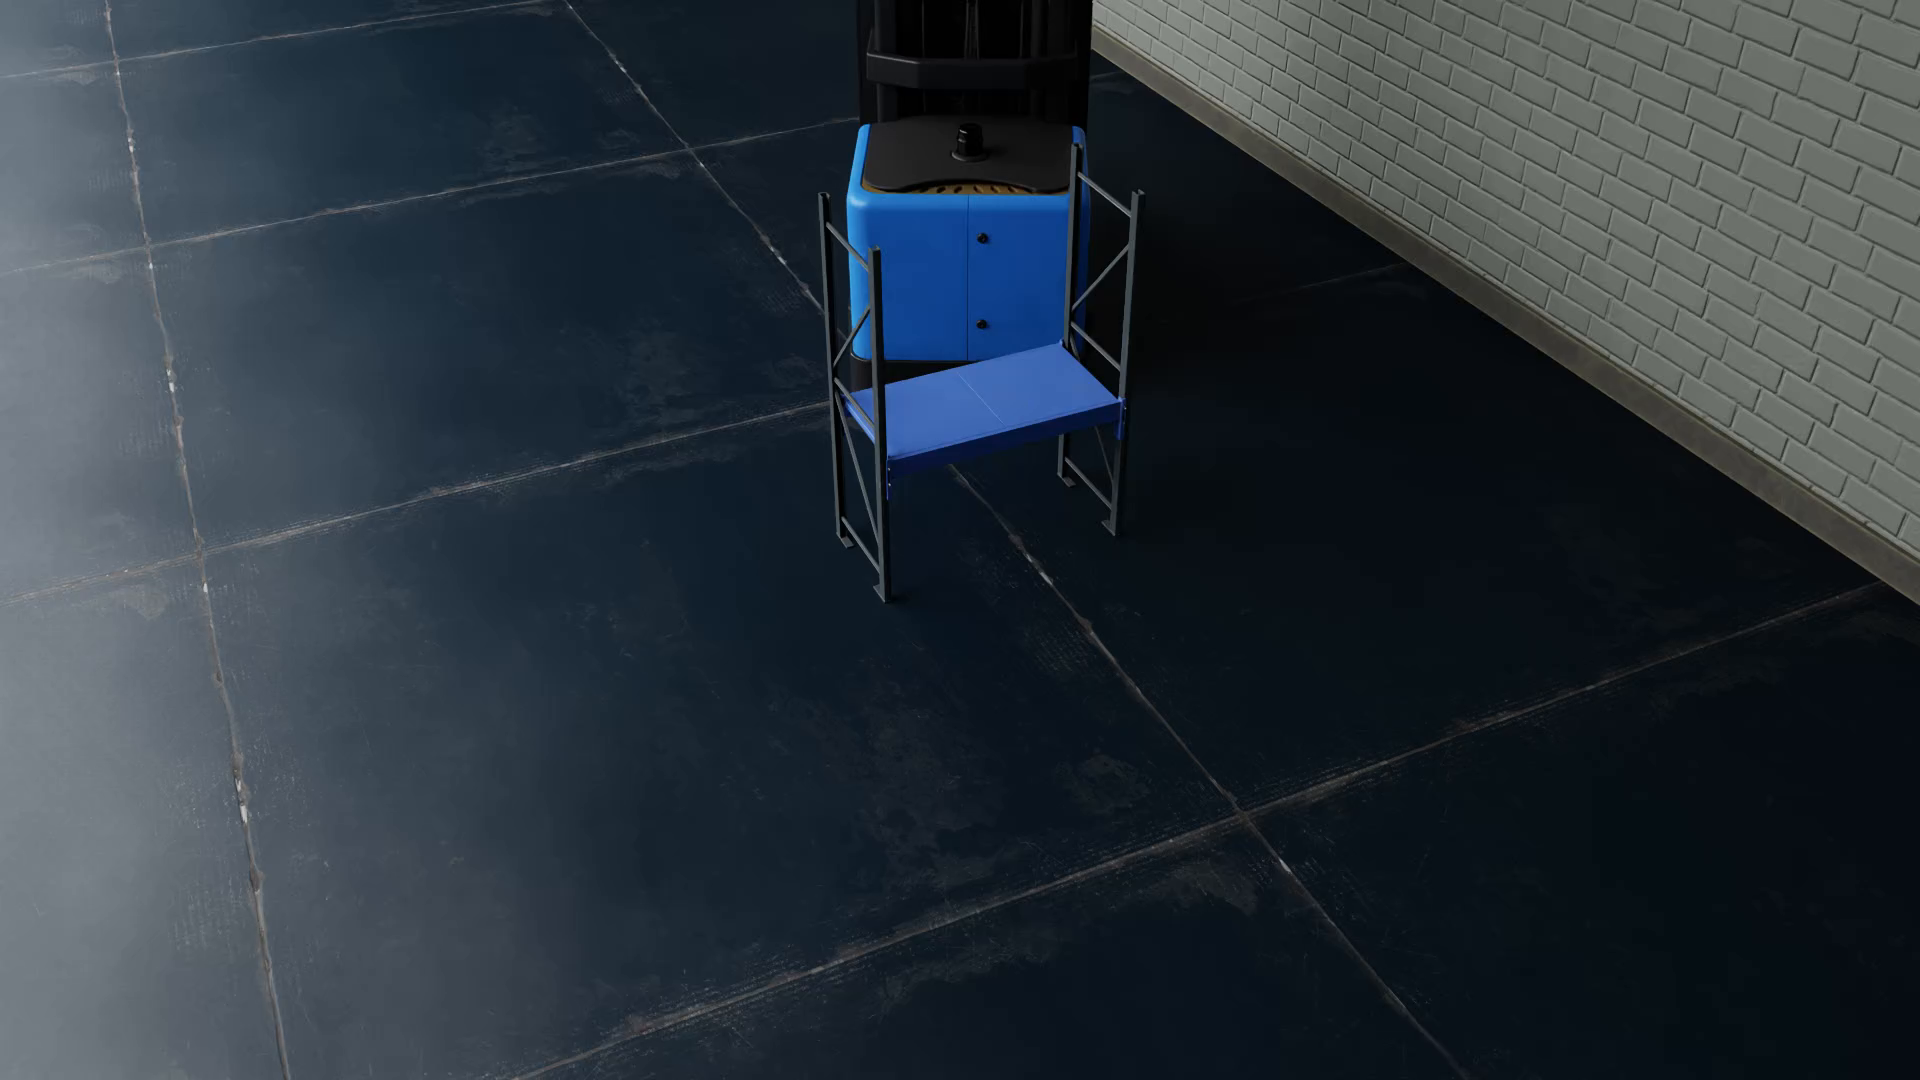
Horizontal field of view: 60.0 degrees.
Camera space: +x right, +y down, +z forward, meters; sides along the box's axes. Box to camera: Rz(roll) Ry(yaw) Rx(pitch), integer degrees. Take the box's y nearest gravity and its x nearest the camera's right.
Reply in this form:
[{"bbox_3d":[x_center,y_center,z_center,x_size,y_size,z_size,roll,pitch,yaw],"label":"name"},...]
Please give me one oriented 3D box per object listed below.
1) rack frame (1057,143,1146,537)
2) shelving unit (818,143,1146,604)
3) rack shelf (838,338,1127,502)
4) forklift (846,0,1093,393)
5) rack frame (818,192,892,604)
[{"bbox_3d":[0.537,-0.753,6.506,0.032,1.500,0.500,-16,39,-20],"label":"rack frame"},{"bbox_3d":[0.077,-0.624,6.332,1.048,1.500,0.538,-16,39,-20],"label":"shelving unit"},{"bbox_3d":[0.077,-0.480,6.439,1.000,0.185,0.538,-16,39,-20],"label":"rack shelf"},{"bbox_3d":[0.068,-2.600,7.795,1.130,2.935,3.031,1,37,1],"label":"forklift"},{"bbox_3d":[-0.383,-0.495,6.159,0.032,1.500,0.500,-16,39,-20],"label":"rack frame"}]
